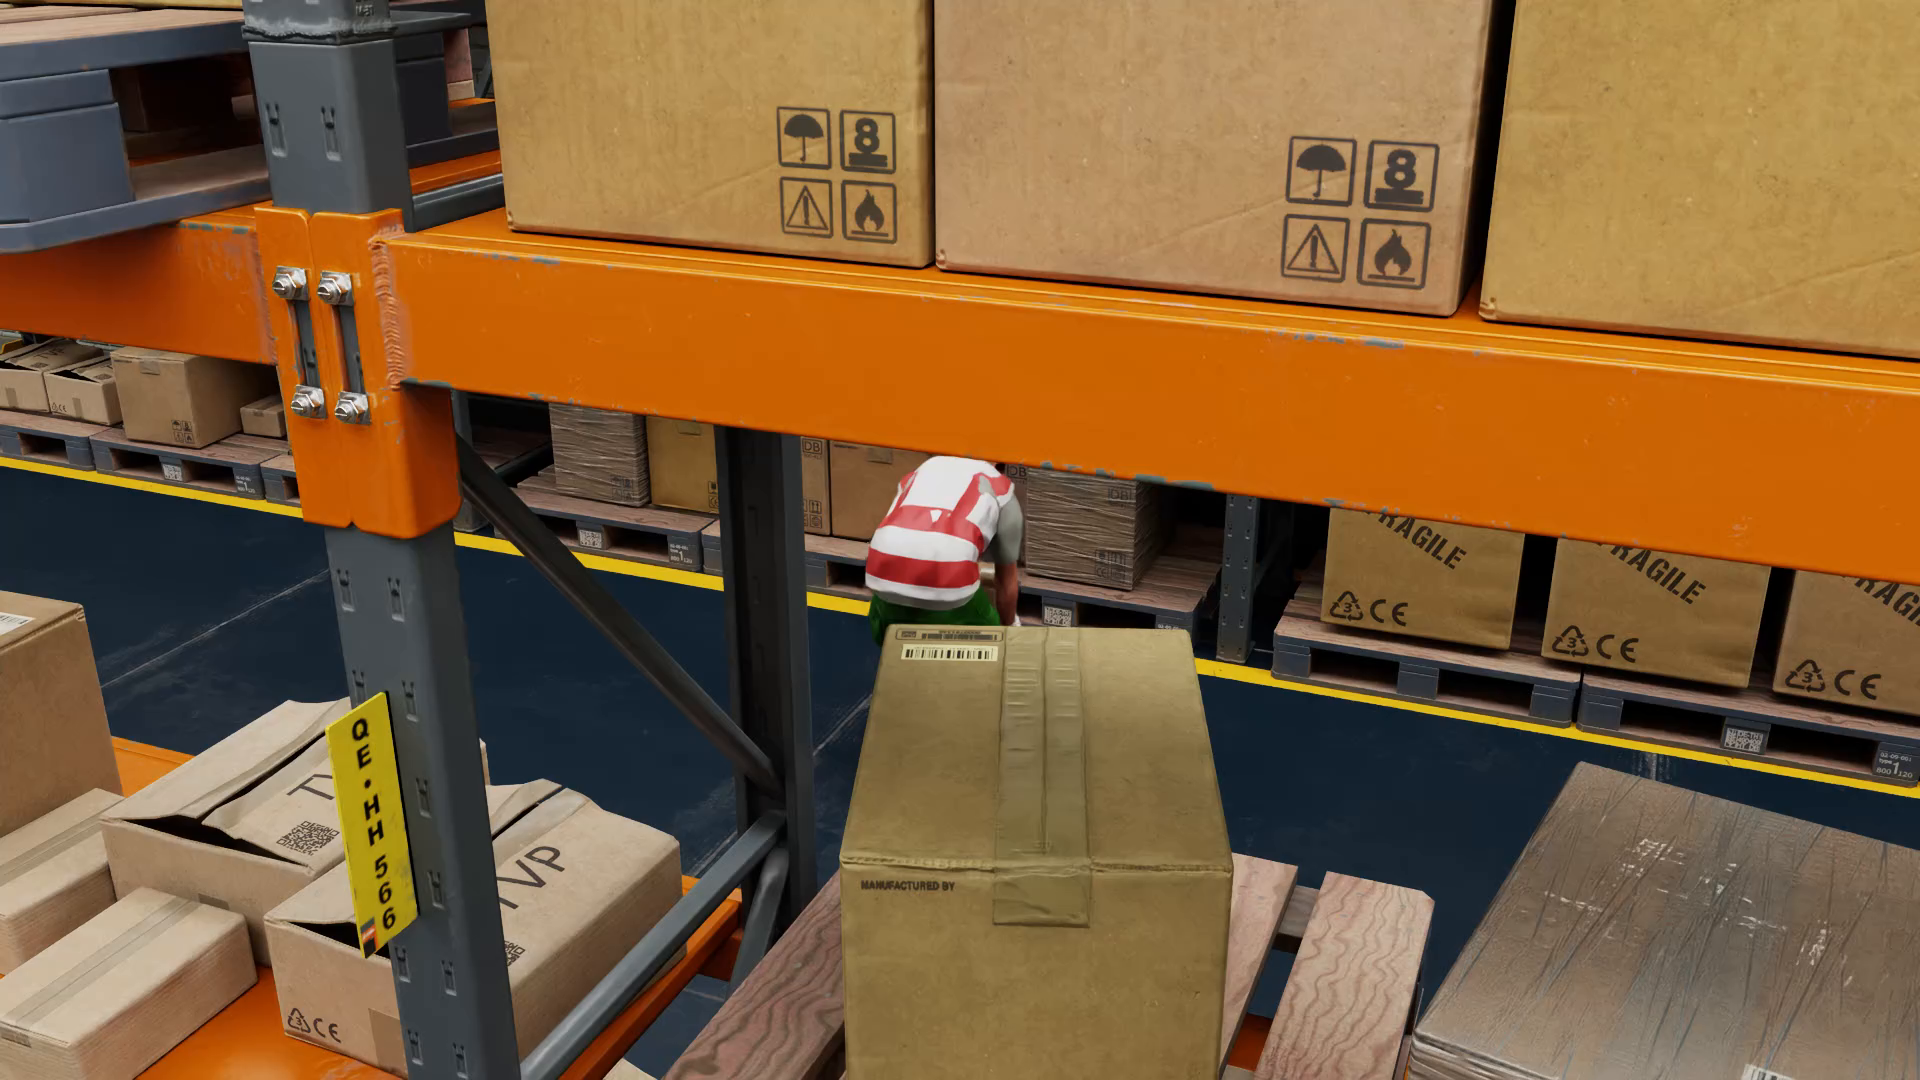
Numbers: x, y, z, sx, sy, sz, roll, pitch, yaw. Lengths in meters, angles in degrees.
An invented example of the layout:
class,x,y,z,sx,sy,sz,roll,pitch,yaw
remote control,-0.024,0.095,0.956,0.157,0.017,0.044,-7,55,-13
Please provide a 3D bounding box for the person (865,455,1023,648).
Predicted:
class,x,y,z,sx,sy,sz,roll,pitch,yaw
person,-0.032,0.247,6.151,0.509,1.257,0.928,8,23,18
